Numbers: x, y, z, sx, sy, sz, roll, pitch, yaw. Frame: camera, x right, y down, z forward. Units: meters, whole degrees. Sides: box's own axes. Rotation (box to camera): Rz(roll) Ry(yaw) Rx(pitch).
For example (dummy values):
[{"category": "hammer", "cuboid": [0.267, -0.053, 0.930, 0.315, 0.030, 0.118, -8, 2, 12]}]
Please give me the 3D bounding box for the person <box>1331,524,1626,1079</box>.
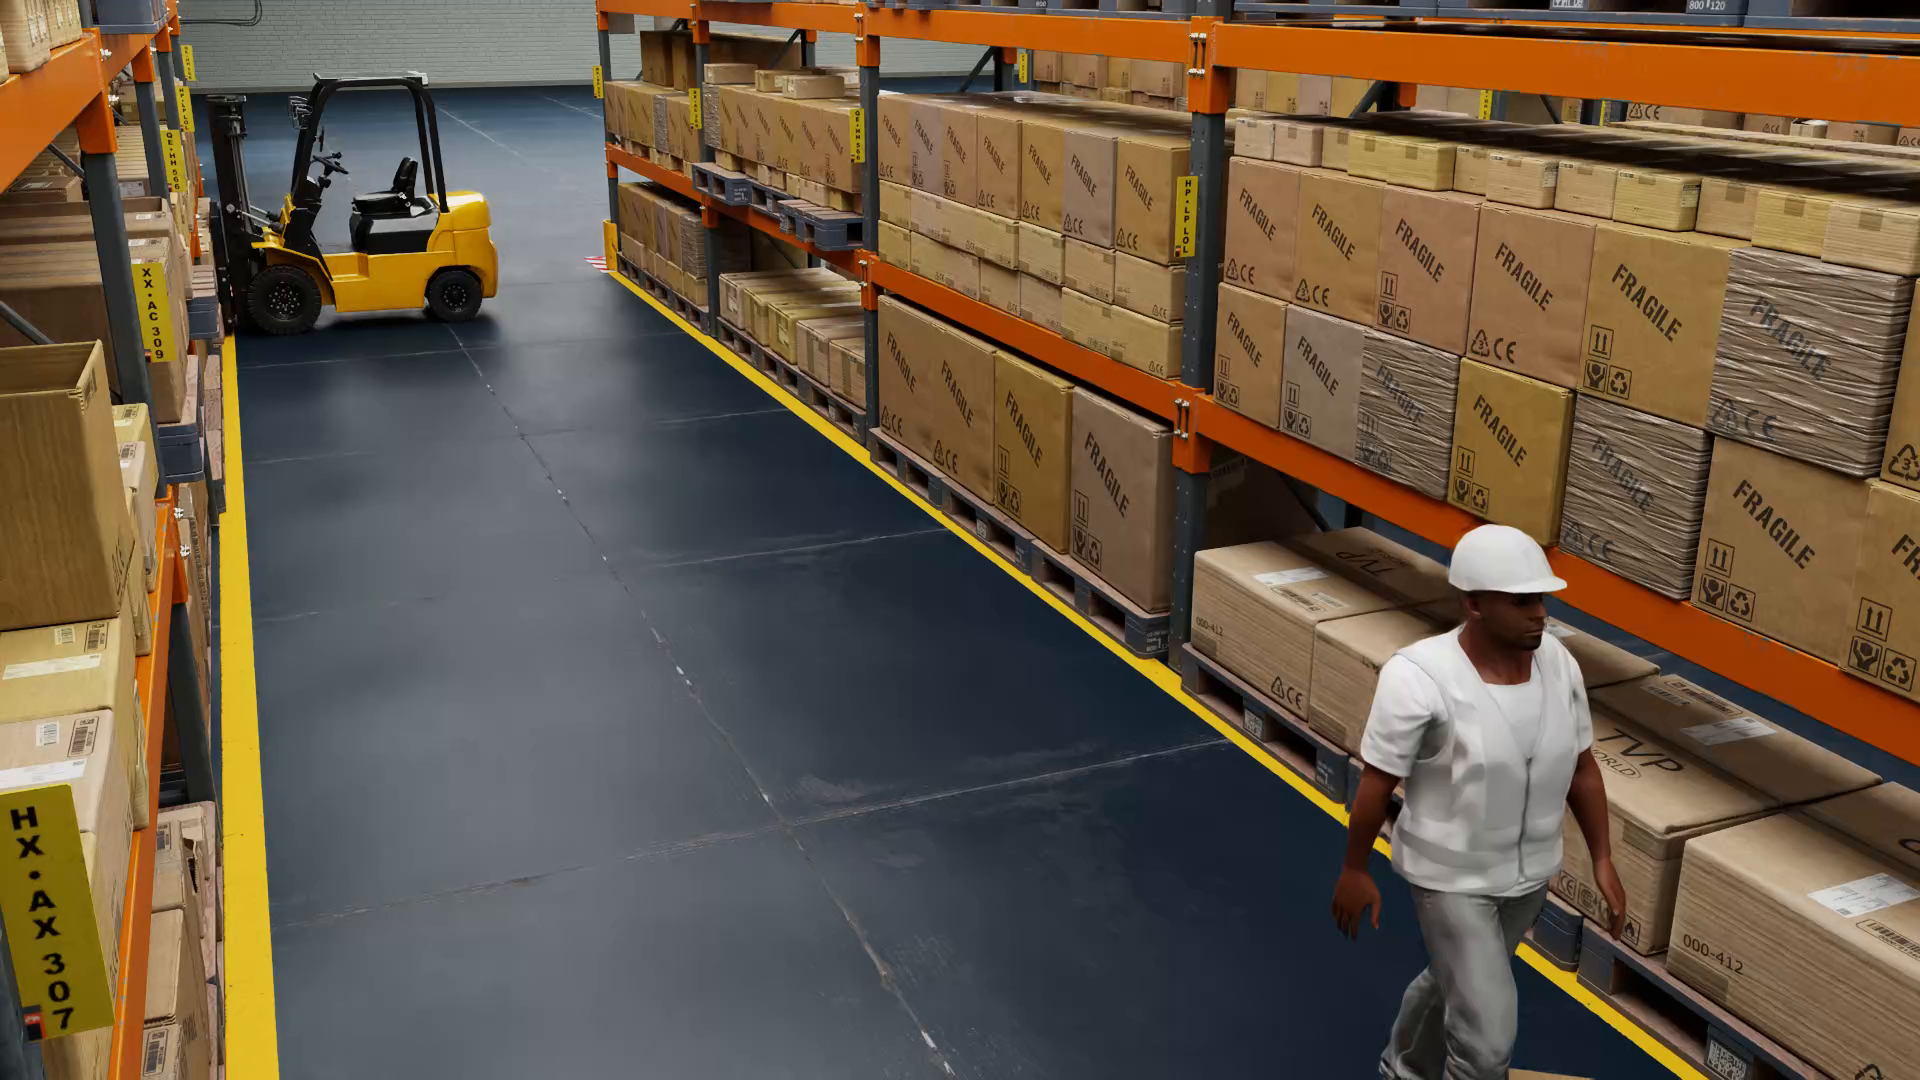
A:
[{"category": "person", "cuboid": [1.299, 0.850, 4.033, 0.626, 1.796, 0.755, -9, 21, -24]}]
